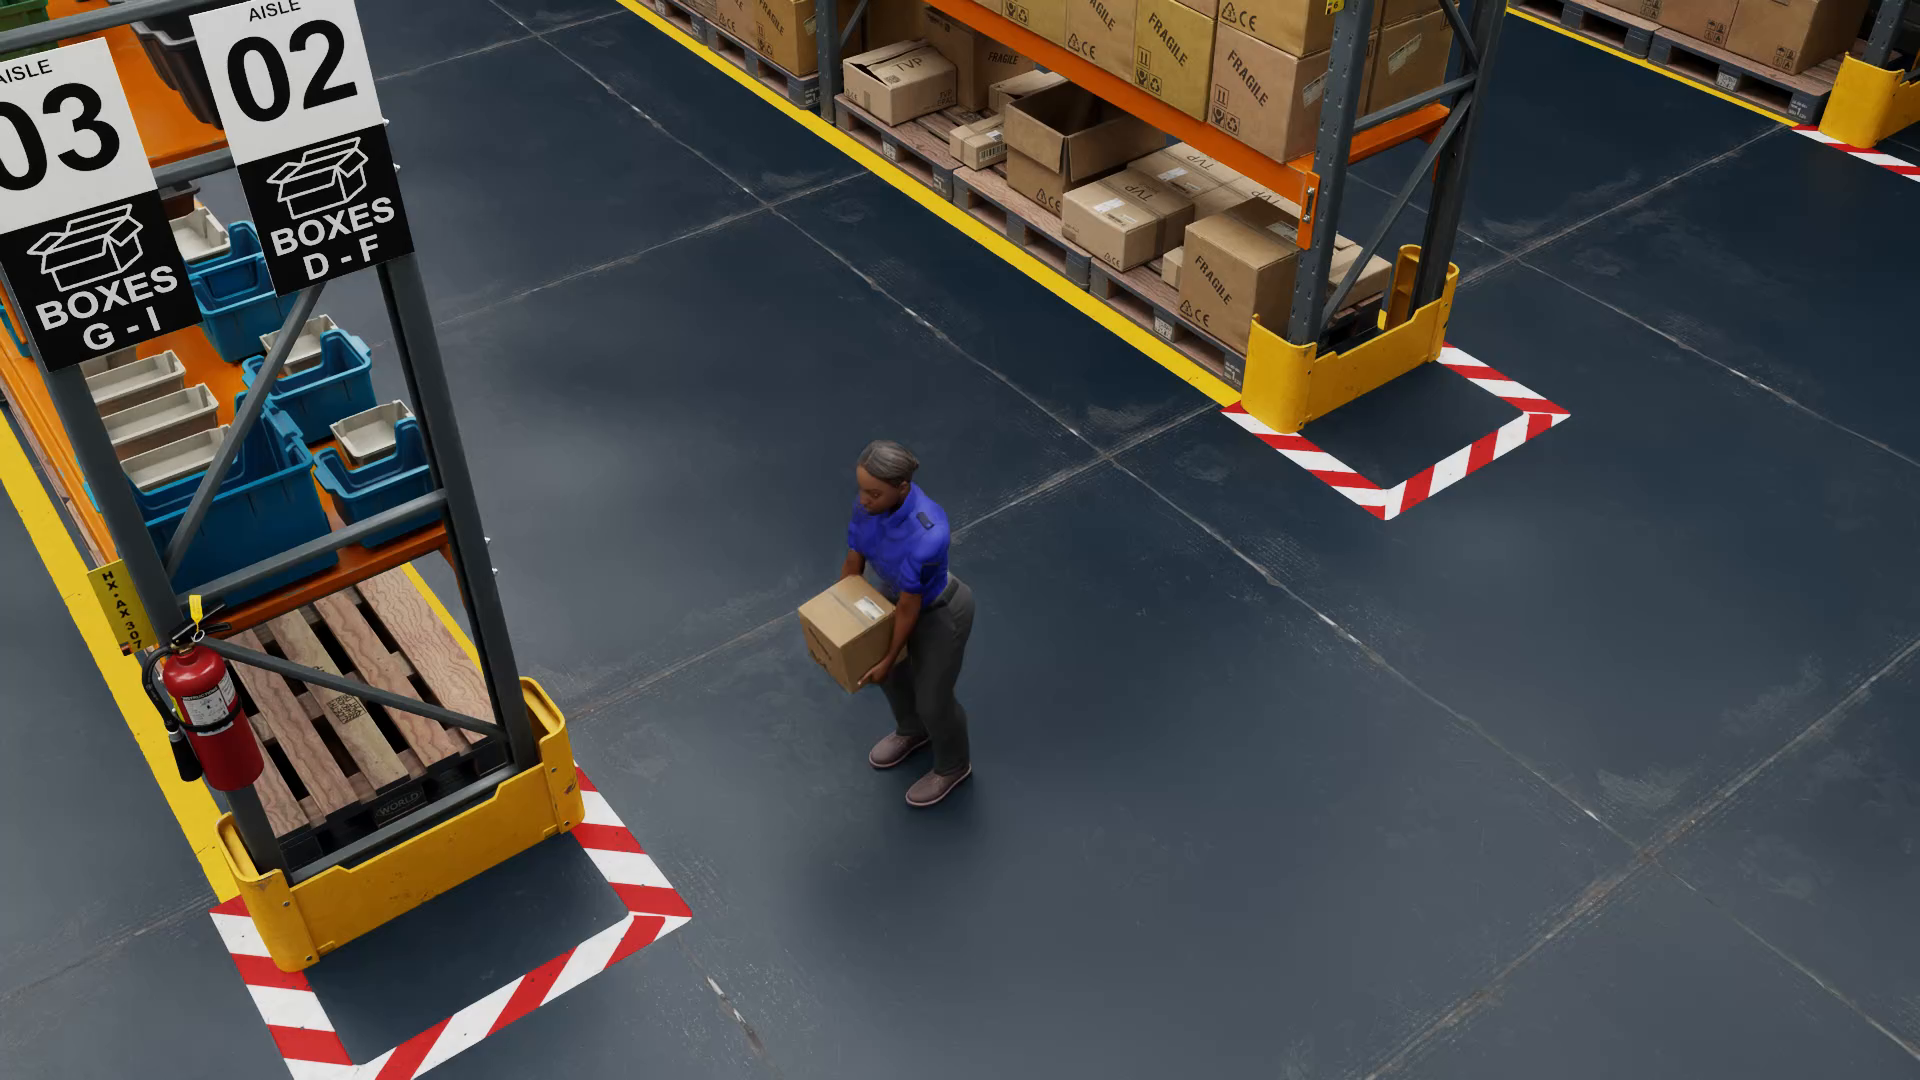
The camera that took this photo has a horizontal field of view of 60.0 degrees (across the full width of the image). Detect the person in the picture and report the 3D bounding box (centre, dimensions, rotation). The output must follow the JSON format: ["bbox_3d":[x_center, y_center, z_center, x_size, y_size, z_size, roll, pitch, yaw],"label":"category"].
[{"bbox_3d":[-0.211,0.305,5.848,0.538,1.611,0.410,-27,48,-28],"label":"person"}]
